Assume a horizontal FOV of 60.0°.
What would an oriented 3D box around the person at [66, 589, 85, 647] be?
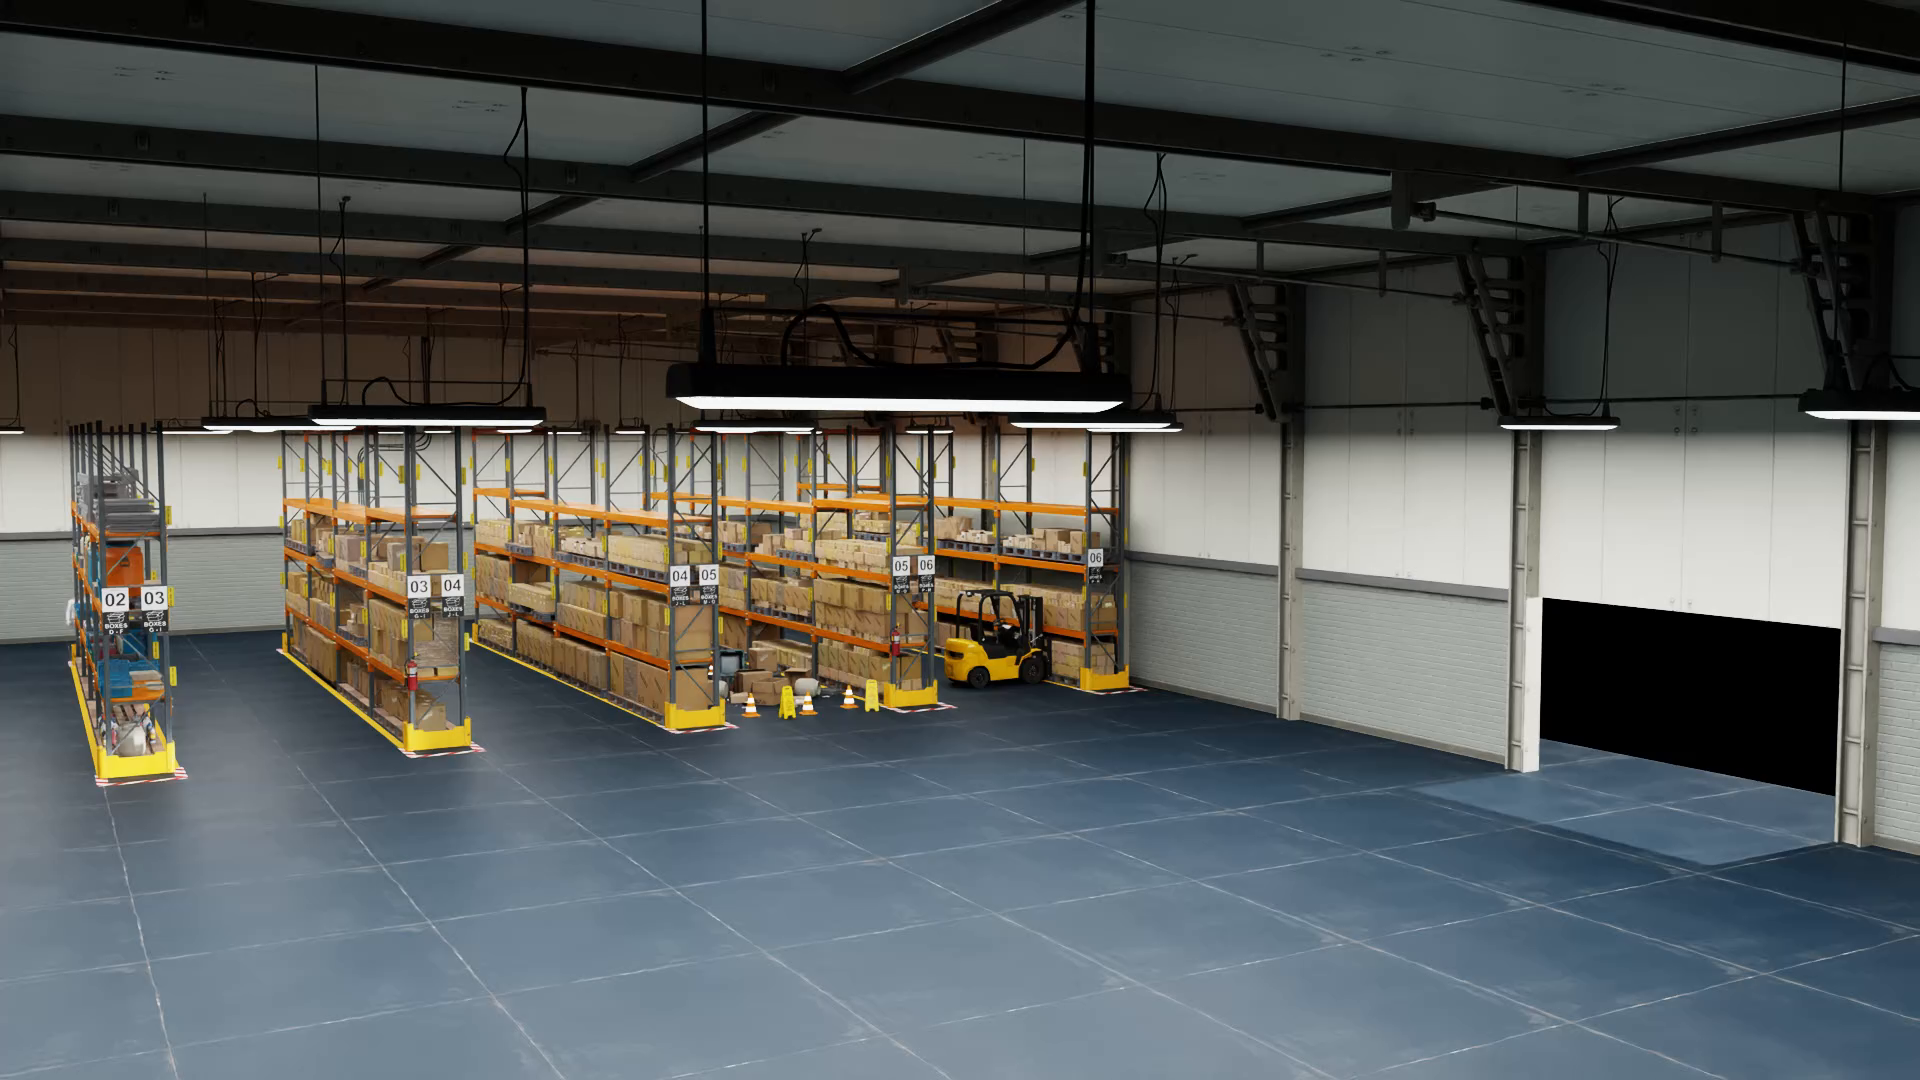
[{"bbox_3d":[-23.802,2.124,44.851,0.474,1.625,0.961,-1,4,-9],"label":"person"}]
